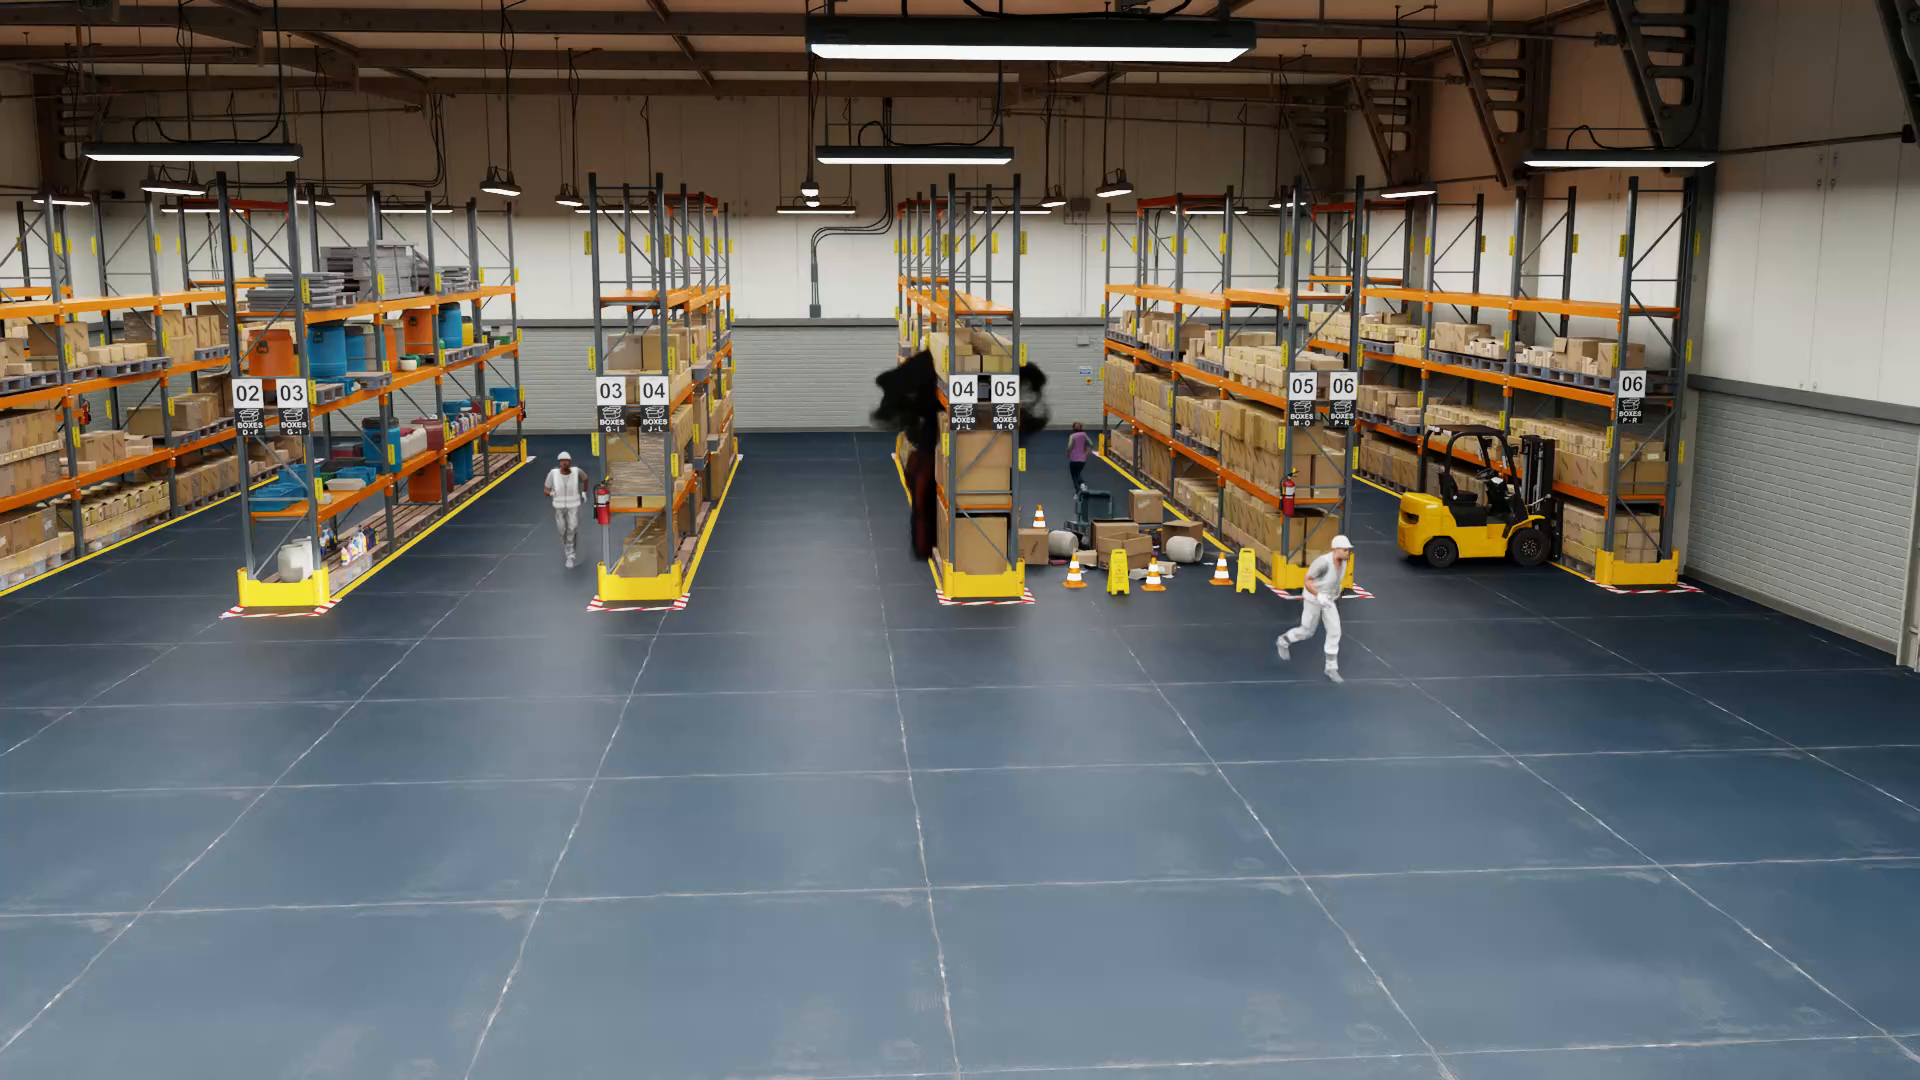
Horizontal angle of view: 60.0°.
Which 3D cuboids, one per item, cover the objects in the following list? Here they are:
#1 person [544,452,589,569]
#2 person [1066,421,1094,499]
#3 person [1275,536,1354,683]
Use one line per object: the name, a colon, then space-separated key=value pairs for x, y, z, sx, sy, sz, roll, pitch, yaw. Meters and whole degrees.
person: x=-6.255 y=-0.511 z=26.470 sx=0.682 sy=1.807 sz=0.985 roll=-1 pitch=10 yaw=-8
person: x=2.364 y=-1.604 z=33.339 sx=0.543 sy=1.563 sz=0.486 roll=-4 pitch=11 yaw=-23
person: x=4.178 y=0.756 z=19.618 sx=0.689 sy=1.730 sz=1.050 roll=-9 pitch=14 yaw=-42
